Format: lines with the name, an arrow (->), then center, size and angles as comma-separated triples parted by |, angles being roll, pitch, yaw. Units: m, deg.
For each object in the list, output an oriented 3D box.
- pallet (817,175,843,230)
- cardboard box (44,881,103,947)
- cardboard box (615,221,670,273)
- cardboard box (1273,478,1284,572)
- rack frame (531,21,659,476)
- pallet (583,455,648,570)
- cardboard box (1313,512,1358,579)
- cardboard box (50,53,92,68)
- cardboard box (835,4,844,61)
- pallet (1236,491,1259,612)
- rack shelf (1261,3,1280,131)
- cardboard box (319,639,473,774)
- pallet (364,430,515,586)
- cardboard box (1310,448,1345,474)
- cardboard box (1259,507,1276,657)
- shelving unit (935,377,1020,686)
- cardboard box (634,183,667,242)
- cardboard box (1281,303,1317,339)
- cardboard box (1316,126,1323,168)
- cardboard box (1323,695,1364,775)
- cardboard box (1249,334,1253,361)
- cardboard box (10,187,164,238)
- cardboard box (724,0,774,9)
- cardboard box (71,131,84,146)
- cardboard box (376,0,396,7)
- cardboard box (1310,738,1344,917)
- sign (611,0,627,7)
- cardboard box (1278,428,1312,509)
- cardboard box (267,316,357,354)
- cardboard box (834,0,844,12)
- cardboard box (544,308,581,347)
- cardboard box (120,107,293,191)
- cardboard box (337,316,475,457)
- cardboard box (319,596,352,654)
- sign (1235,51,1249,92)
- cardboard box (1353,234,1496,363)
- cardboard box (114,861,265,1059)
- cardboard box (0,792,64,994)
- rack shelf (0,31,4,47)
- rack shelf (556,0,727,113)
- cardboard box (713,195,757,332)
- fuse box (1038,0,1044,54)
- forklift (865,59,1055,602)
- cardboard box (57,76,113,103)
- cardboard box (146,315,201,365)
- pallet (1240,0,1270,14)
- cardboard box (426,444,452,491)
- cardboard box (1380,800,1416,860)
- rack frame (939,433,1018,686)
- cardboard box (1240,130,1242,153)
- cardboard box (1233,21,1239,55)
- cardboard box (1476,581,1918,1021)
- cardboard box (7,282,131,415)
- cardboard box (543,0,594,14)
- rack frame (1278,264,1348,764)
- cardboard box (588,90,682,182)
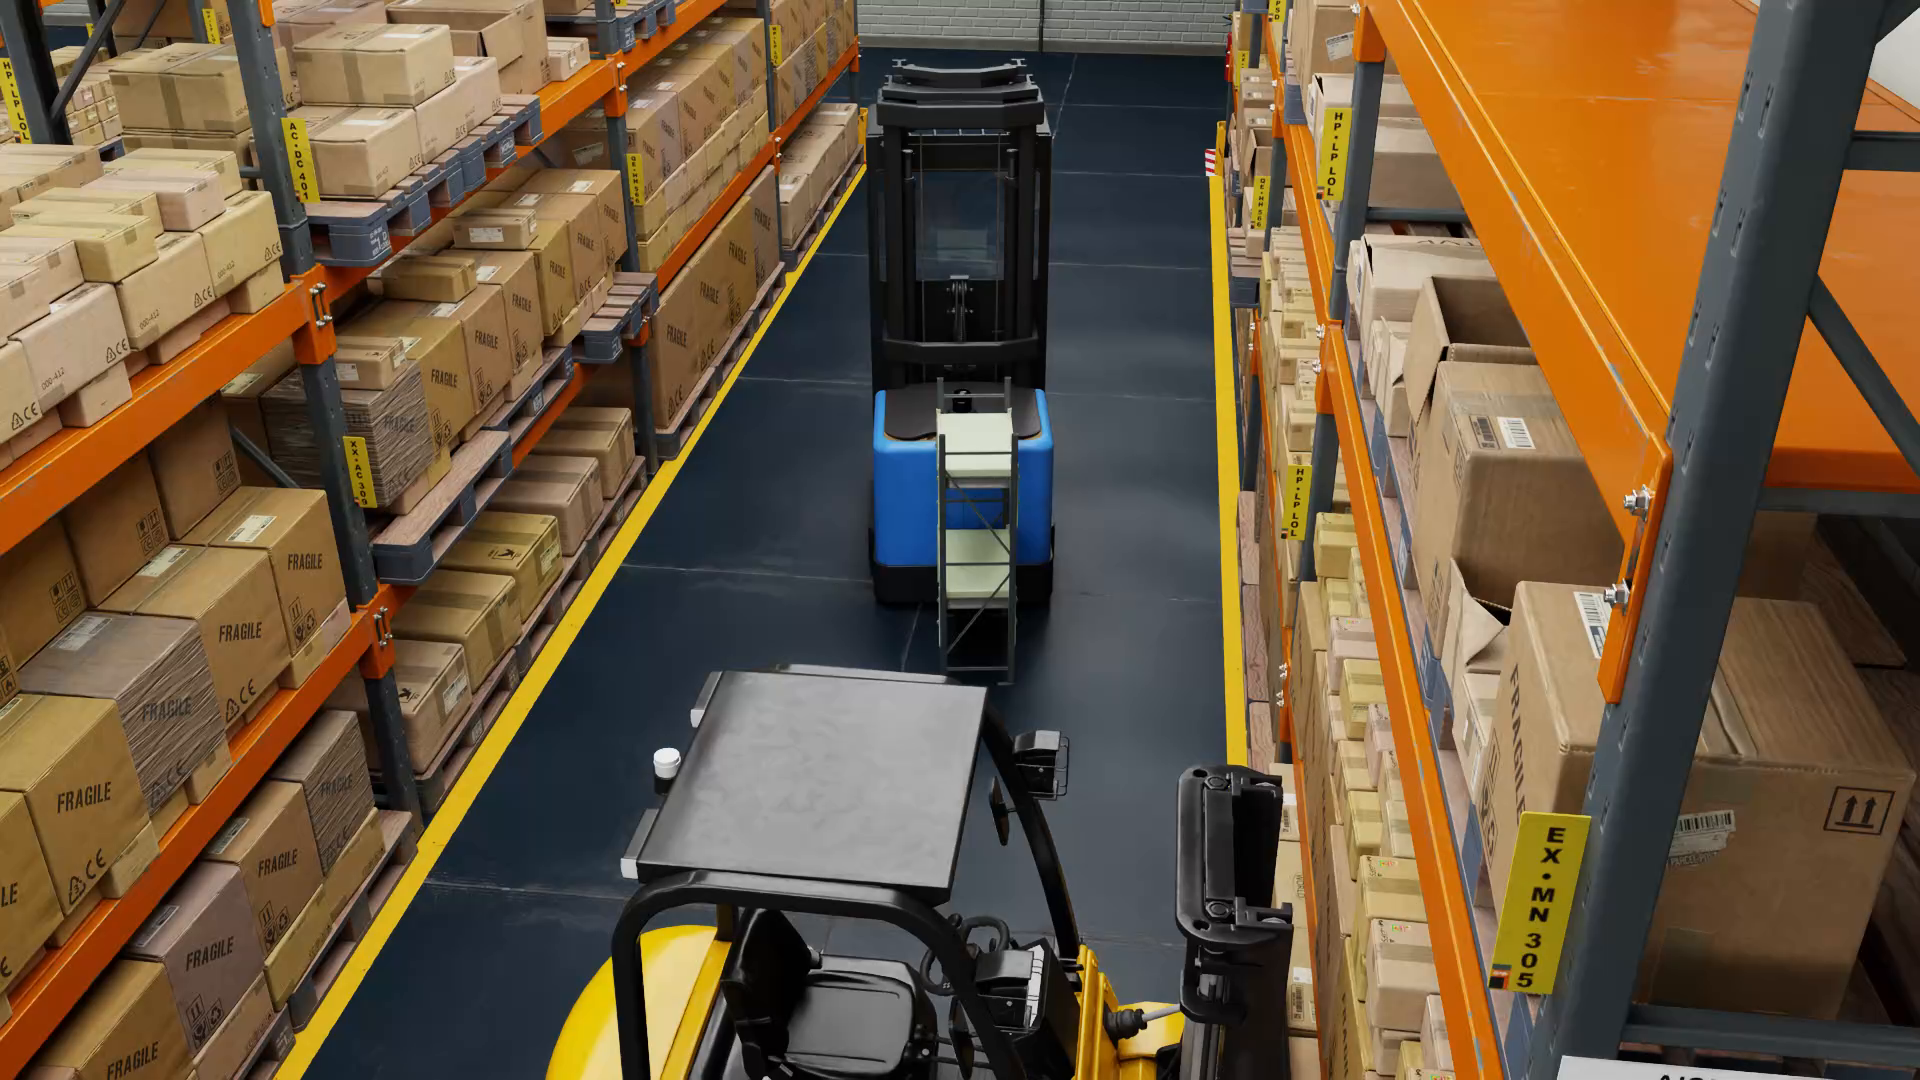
pallet -> -1.768, -3.398, 16.627 | 1.003, 0.211, 1.213 | 3, 28, 6
cardboard box -> -3.070, 1.185, 5.446 | 0.380, 0.149, 0.250 | 3, 28, 5
cardboard box -> -2.266, -1.963, 11.181 | 0.500, 0.250, 0.500 | 3, 28, 5
cardboard box -> 1.719, -0.067, 7.662 | 0.500, 0.250, 0.500 | 3, 28, 6
rack frame -> -2.576, -1.813, 10.745 | 1.000, 3.000, 0.127 | 3, 28, 6
pallet -> -2.673, -0.218, 10.724 | 1.003, 0.211, 1.213 | 3, 28, 6
cardboard box -> 1.527, 0.028, 6.224 | 0.380, 0.149, 0.250 | 4, 29, 7
cardboard box -> -7.544, -3.982, 13.966 | 0.380, 0.149, 0.250 | 4, 29, 8
cardboard box -> -1.468, -5.145, 16.825 | 0.500, 0.500, 0.500 | 3, 28, 5
pallet -> 2.211, 0.086, 10.159 | 1.003, 0.211, 1.213 | 3, 28, 6
rack shelf -> 2.596, -3.472, 11.420 | 1.077, 0.370, 4.000 | 3, 28, 6
cardboard box -> -3.004, 0.794, 8.233 | 0.950, 0.372, 0.625 | 4, 29, 7
pallet -> -2.828, -0.197, 7.948 | 1.003, 0.211, 1.213 | 3, 28, 6
cardboard box -> 1.696, -0.270, 7.091 | 0.380, 0.149, 0.250 | 3, 28, 5
cardboard box -> 2.106, 0.252, 8.973 | 0.875, 0.625, 0.625 | 2, 28, 4
shelving unit -> 0.085, -0.044, 9.043 | 0.431, 1.500, 0.755 | -1, 28, -1
cardboard box -> -2.269, -2.192, 11.078 | 0.500, 0.250, 0.500 | 3, 28, 6
cardboard box -> 1.872, -1.115, 8.660 | 0.380, 0.149, 0.250 | 4, 29, 7
cardboard box -> 1.694, -1.618, 6.937 | 0.380, 0.149, 0.250 | 3, 28, 6
cardboard box -> 1.389, 0.643, 5.397 | 0.380, 0.149, 0.250 | 3, 28, 6
cardboard box -> 2.163, -1.274, 11.253 | 0.380, 0.149, 0.250 | 2, 28, 4
cardboard box -> -2.965, -1.085, 5.656 | 0.380, 0.149, 0.250 | 4, 29, 7
cardboard box -> -1.789, -4.599, 14.073 | 0.380, 0.149, 0.250 | 3, 28, 5
cardboard box -> -7.052, -3.073, 12.906 | 0.380, 0.149, 0.250 | 2, 28, 5
cardboard box -> -6.320, -5.768, 17.666 | 0.500, 0.500, 0.500 | 4, 29, 7
cardboard box -> 1.439, 0.990, 5.436 | 0.500, 0.500, 0.500 | 3, 28, 6
sign -> -2.038, -3.329, 9.851 | 0.100, 0.325, 0.005 | 3, 28, 6
cardboard box -> 1.723, -0.286, 7.542 | 0.500, 0.250, 0.500 | 3, 28, 5
cardboard box -> -3.178, -0.755, 7.918 | 0.500, 0.500, 0.500 | 4, 29, 6
cardboard box -> -1.453, -5.575, 16.568 | 0.500, 0.500, 0.500 | 3, 29, 6
cardboard box -> -2.388, -1.220, 9.465 | 0.380, 0.149, 0.250 | 4, 29, 7
cardboard box -> -3.138, -1.653, 7.001 | 0.500, 0.250, 0.500 | 3, 28, 5
cardboard box -> -2.663, -0.730, 7.873 | 0.500, 0.500, 0.500 | 3, 29, 6
cardboard box -> -2.803, 0.349, 6.996 | 0.380, 0.149, 0.250 | 3, 28, 6
sign -> 2.302, -3.819, 13.555 | 0.100, 0.325, 0.005 | 3, 28, 6
cardboard box -> 1.517, -0.777, 5.204 | 0.500, 0.311, 0.500 | 4, 29, 7
cardboard box -> -2.994, 1.539, 6.189 | 0.500, 0.500, 0.500 | 5, 29, 9
cardboard box -> -3.101, 1.087, 4.943 | 0.500, 0.500, 0.500 | 3, 28, 5
rack shelf -> -11.676, -4.897, 17.227 | 1.077, 0.370, 4.000 | 3, 28, 6
rack shelf -> -2.331, -3.759, 11.952 | 1.077, 0.370, 4.000 | 3, 28, 6
cardboard box -> -2.185, -2.224, 13.304 | 0.875, 0.875, 0.875 | 4, 29, 8
fuse box -> 1.139, -7.477, 22.616 | 0.539, 1.711, 0.414 | 3, 28, 6
forklift -> -0.015, -1.586, 10.395 | 1.130, 2.935, 3.031 | -1, 28, -1
cardboard box -> -6.997, -3.585, 13.229 | 0.380, 0.149, 0.250 | 2, 28, 5
cardboard box -> -2.928, -0.739, 5.853 | 0.380, 0.149, 0.250 | 4, 29, 7
pallet -> 2.567, -3.856, 11.573 | 1.213, 0.211, 1.003 | 3, 28, 6
cardboard box -> -2.645, -0.364, 7.876 | 0.380, 0.149, 0.250 | 4, 29, 7
cardboard box -> 1.388, 0.875, 4.652 | 0.380, 0.149, 0.250 | 4, 29, 7
rack frame -> 0.093, 0.130, 8.720 | 0.400, 1.500, 0.023 | -1, 28, -1
cardboard box -> 2.290, -2.904, 12.468 | 0.396, 0.266, 0.258 | 5, 29, 9
cardboard box -> 2.947, -4.922, 16.360 | 0.500, 0.250, 0.500 | 4, 29, 7
cardboard box -> 1.183, 0.423, 2.778 | 0.500, 0.500, 0.500 | 4, 29, 8
cardboard box -> -2.991, -0.615, 5.204 | 0.500, 0.250, 0.500 | 3, 28, 5
cardboard box -> -2.679, -3.550, 10.255 | 0.797, 0.503, 0.637 | 2, 28, 3
rack frame -> 1.861, 0.356, 6.718 | 1.000, 3.000, 0.127 | 3, 28, 6
cardboard box -> -2.221, -2.750, 11.323 | 0.500, 0.500, 0.500 | 3, 29, 6
